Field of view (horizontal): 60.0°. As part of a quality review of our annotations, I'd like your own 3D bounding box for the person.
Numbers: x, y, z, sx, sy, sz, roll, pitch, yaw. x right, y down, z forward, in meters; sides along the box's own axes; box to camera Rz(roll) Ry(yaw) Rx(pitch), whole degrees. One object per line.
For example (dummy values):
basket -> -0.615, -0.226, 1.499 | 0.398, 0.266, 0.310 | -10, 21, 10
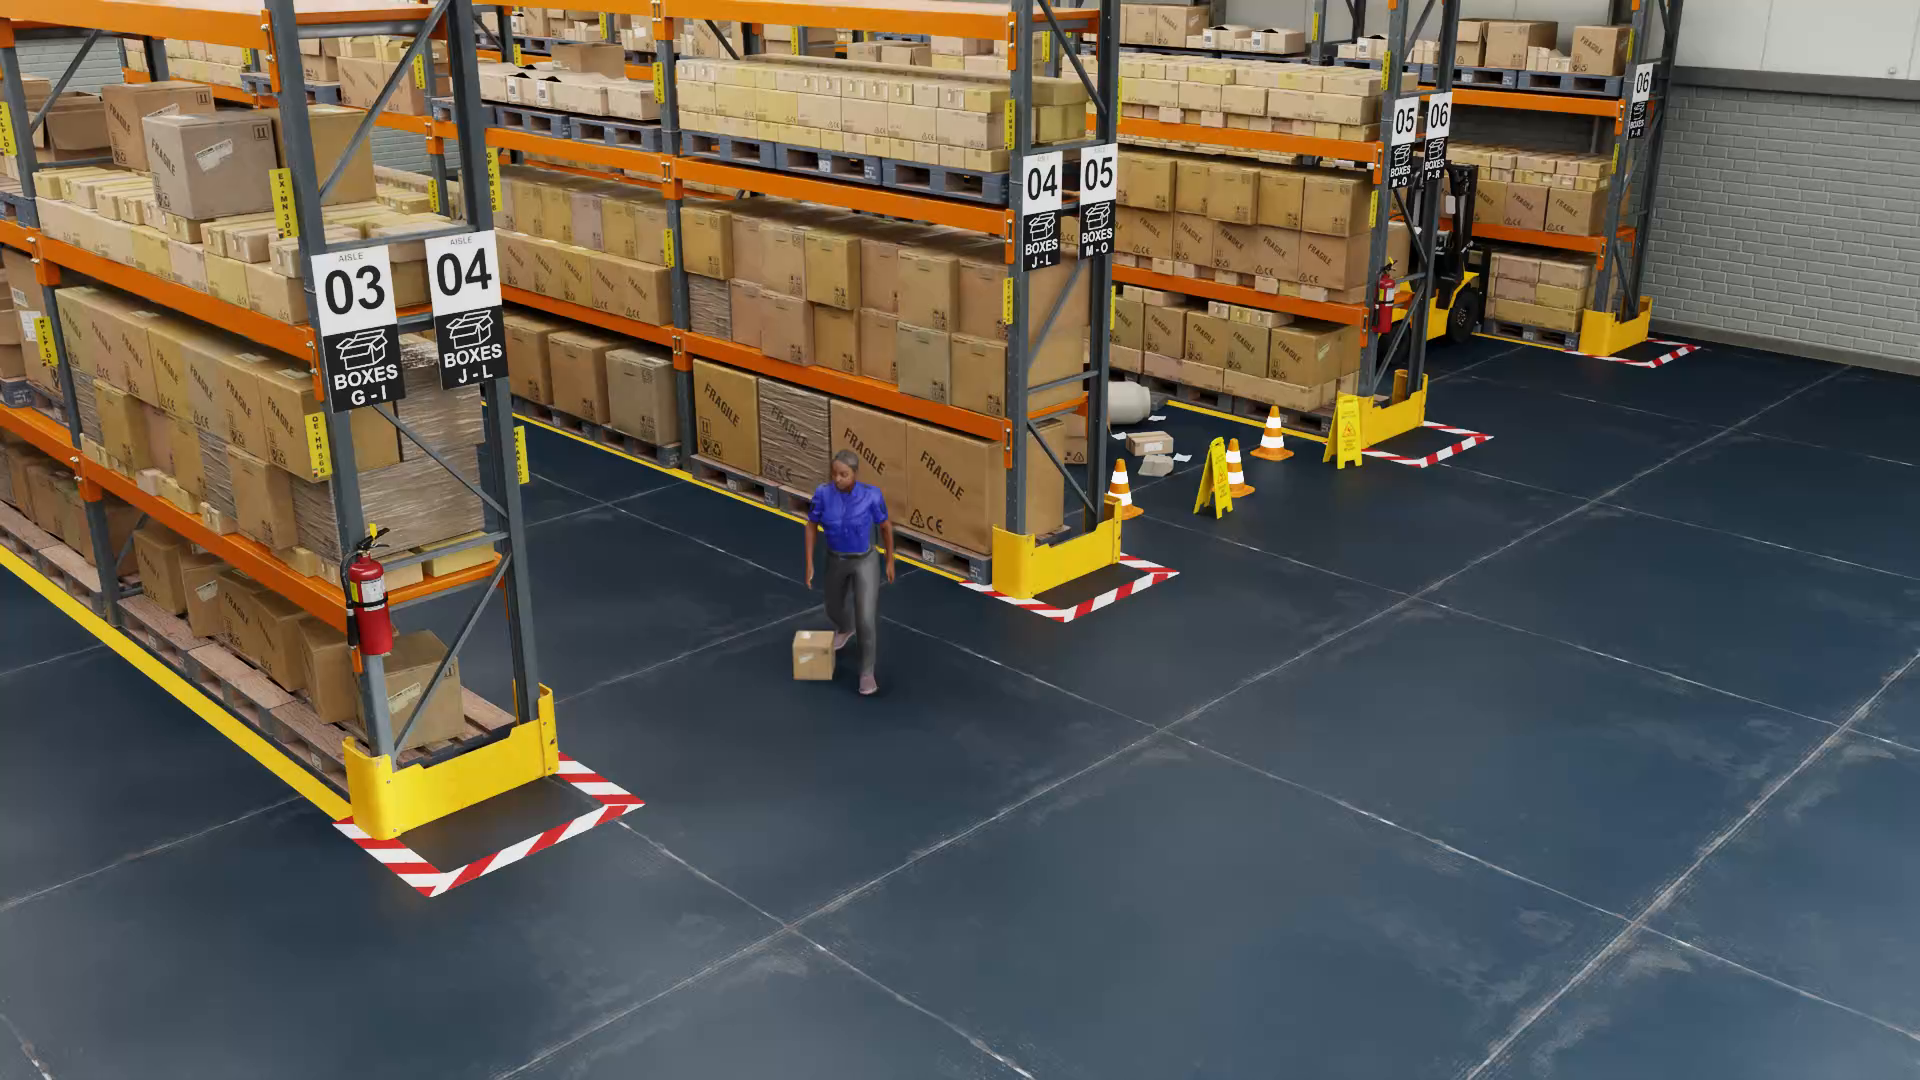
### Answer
person -> -0.687, 0.111, 10.820 | 0.573, 1.606, 0.789 | 5, 21, 13
